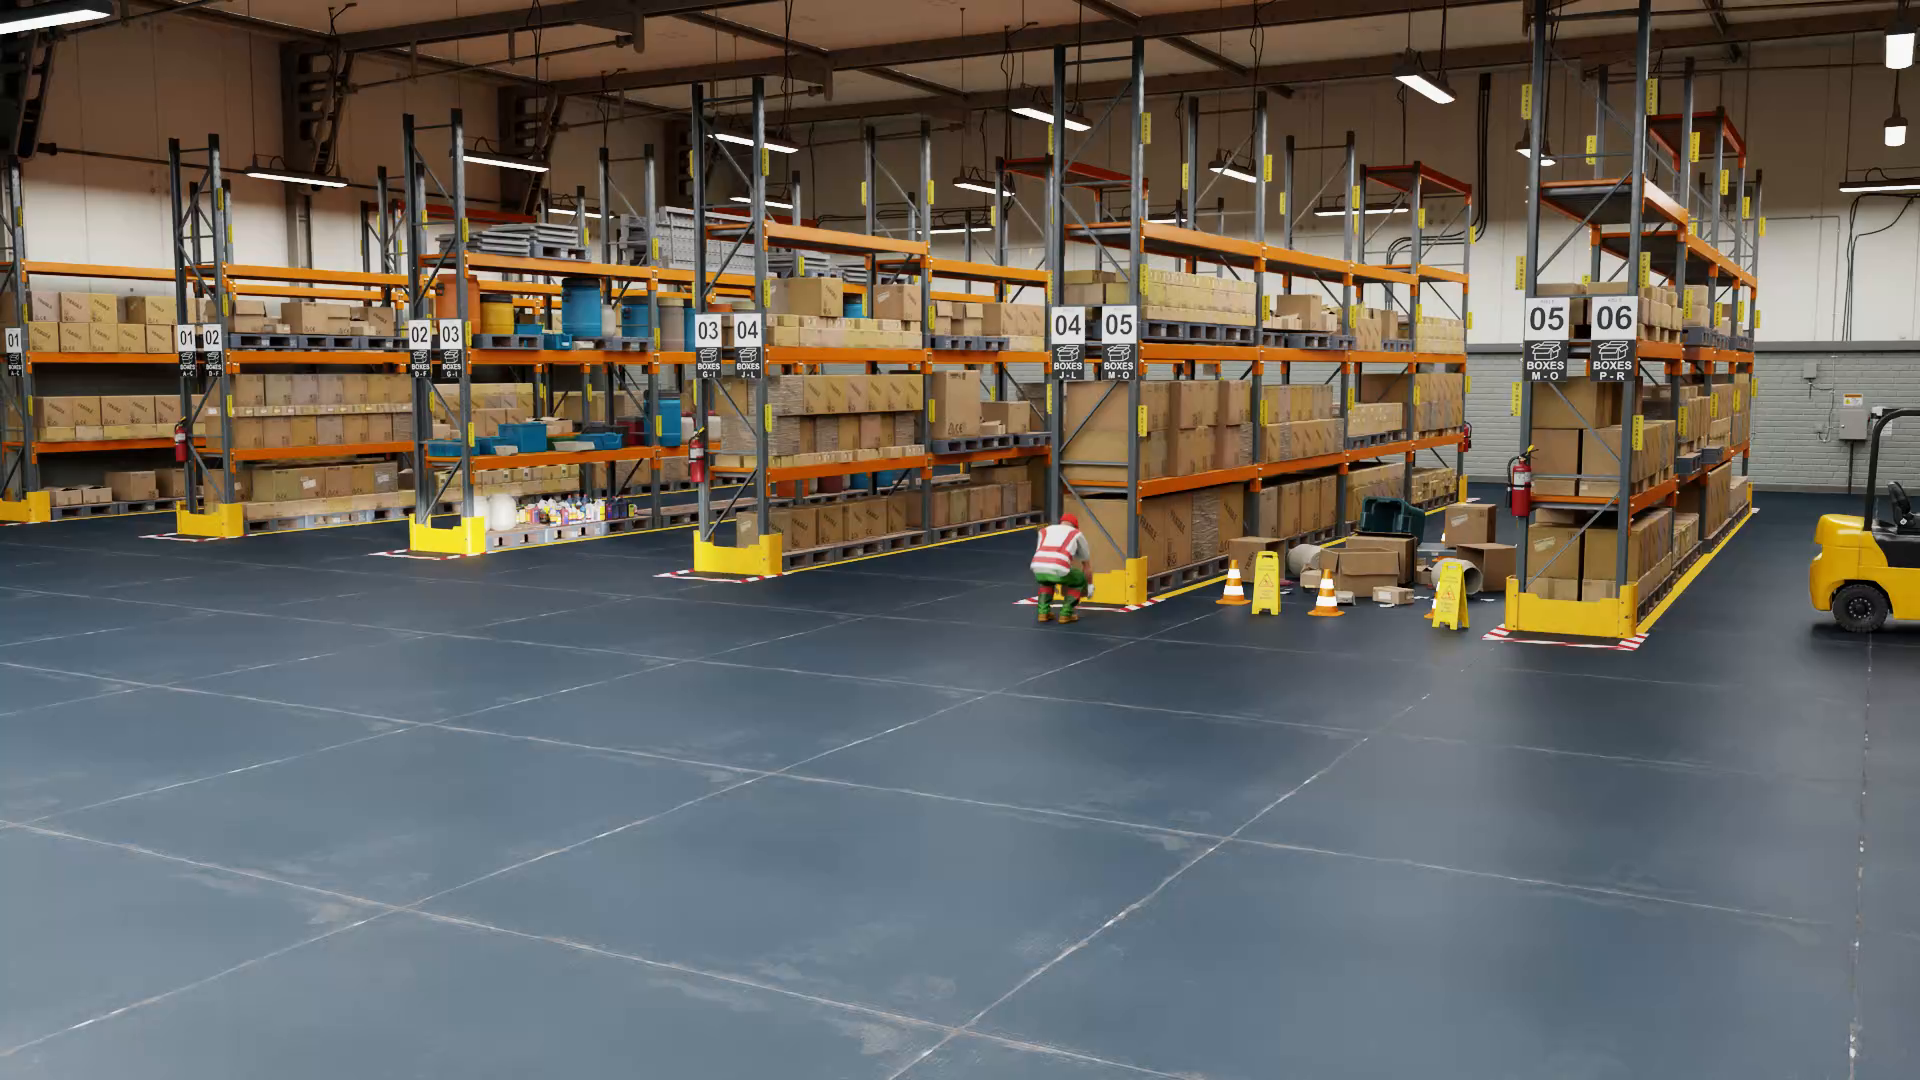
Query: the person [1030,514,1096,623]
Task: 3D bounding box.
[{"bbox_3d":[0.999,0.282,16.826,0.575,1.056,0.868,3,7,28],"label":"person"}]
